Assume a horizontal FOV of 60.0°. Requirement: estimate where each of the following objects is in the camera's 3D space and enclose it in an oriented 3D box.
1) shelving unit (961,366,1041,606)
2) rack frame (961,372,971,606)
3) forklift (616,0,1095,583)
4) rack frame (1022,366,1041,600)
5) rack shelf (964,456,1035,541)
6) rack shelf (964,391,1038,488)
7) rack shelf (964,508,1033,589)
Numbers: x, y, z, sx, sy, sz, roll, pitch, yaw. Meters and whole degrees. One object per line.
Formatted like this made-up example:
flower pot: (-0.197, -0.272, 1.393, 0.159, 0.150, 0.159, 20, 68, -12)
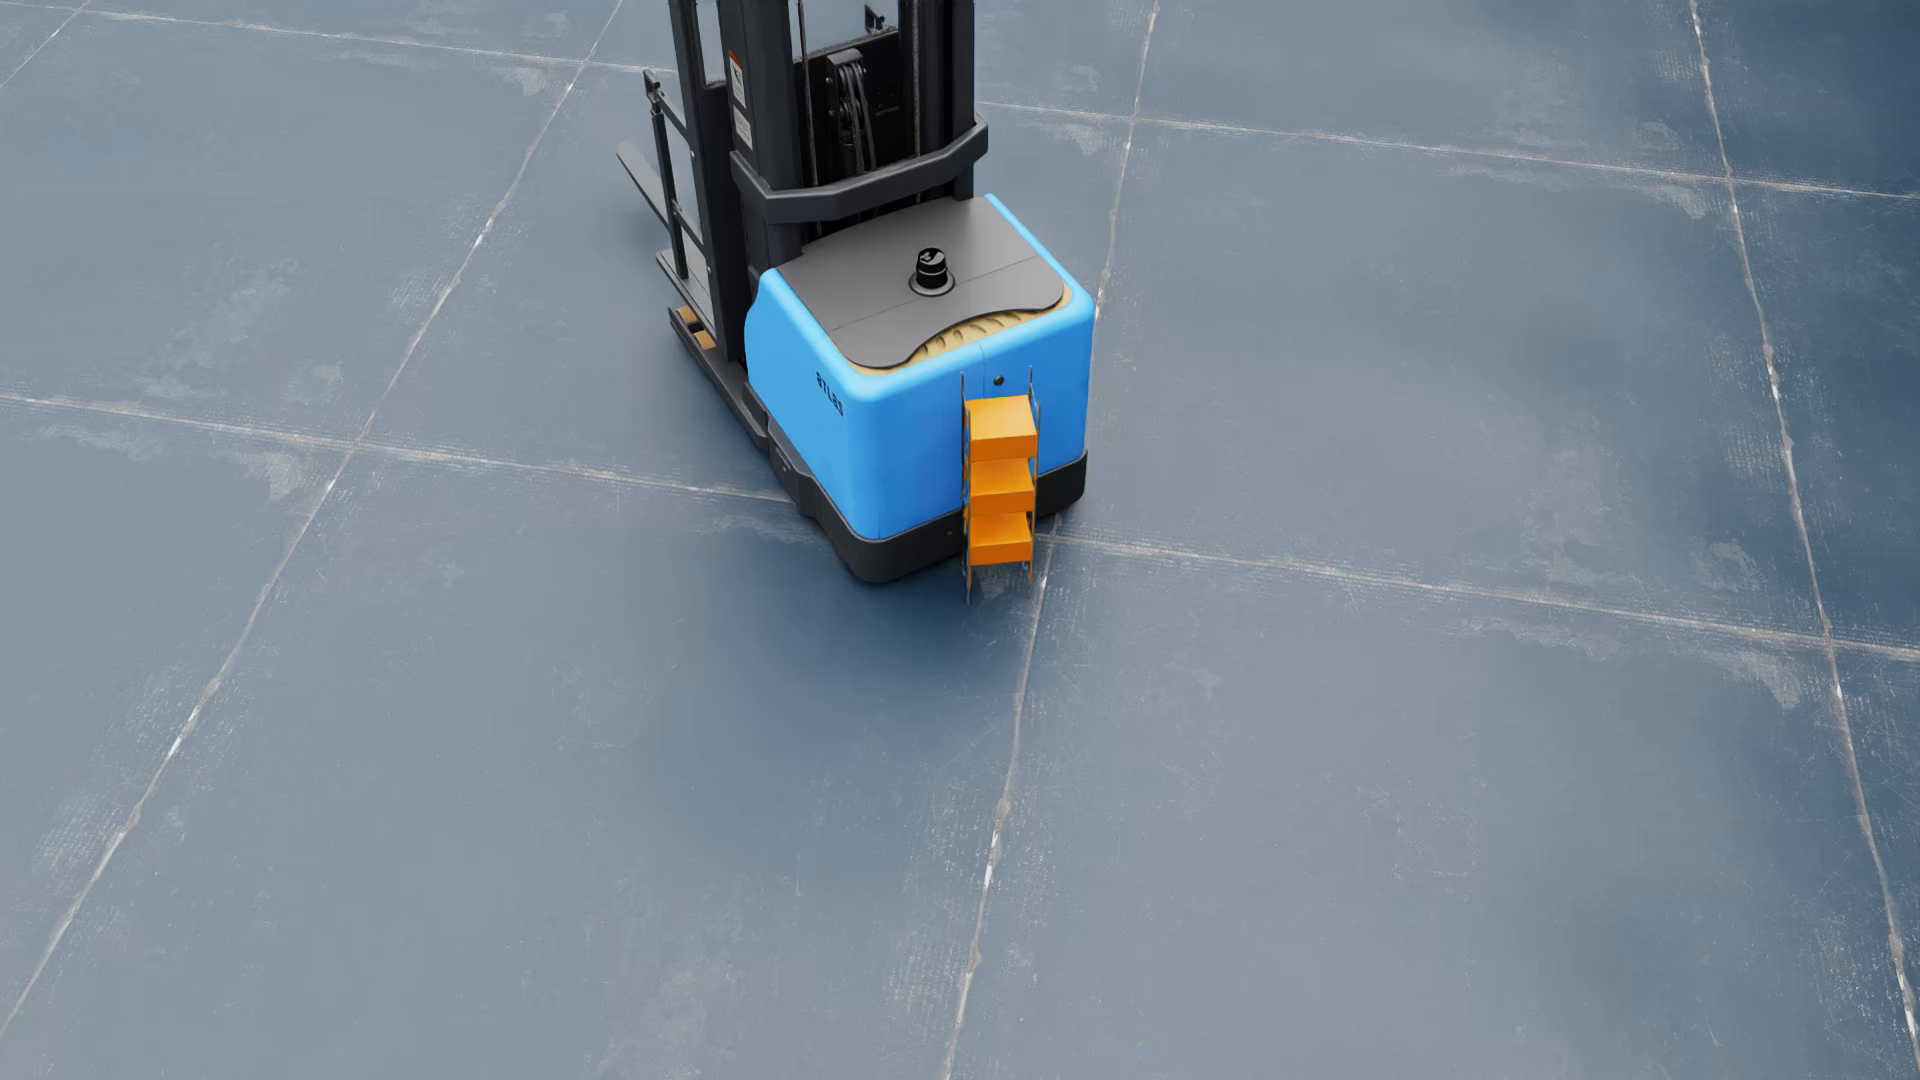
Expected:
shelving unit: (0.142, -0.178, 6.176, 0.252, 1.050, 0.215, -5, 48, -5)
rack frame: (0.021, -0.167, 6.166, 0.008, 1.050, 0.200, -5, 48, -5)
forklift: (-0.652, -1.906, 6.464, 1.130, 2.935, 3.031, -23, 52, -19)
rack frame: (0.263, -0.190, 6.186, 0.008, 1.050, 0.200, -5, 48, -5)
rack shelf: (0.142, -0.171, 6.184, 0.240, 0.259, 0.215, -5, 48, -5)
rack shelf: (0.142, -0.360, 5.972, 0.240, 0.259, 0.215, -5, 48, -5)
rack shelf: (0.142, 0.014, 6.391, 0.240, 0.259, 0.215, -5, 48, -5)
